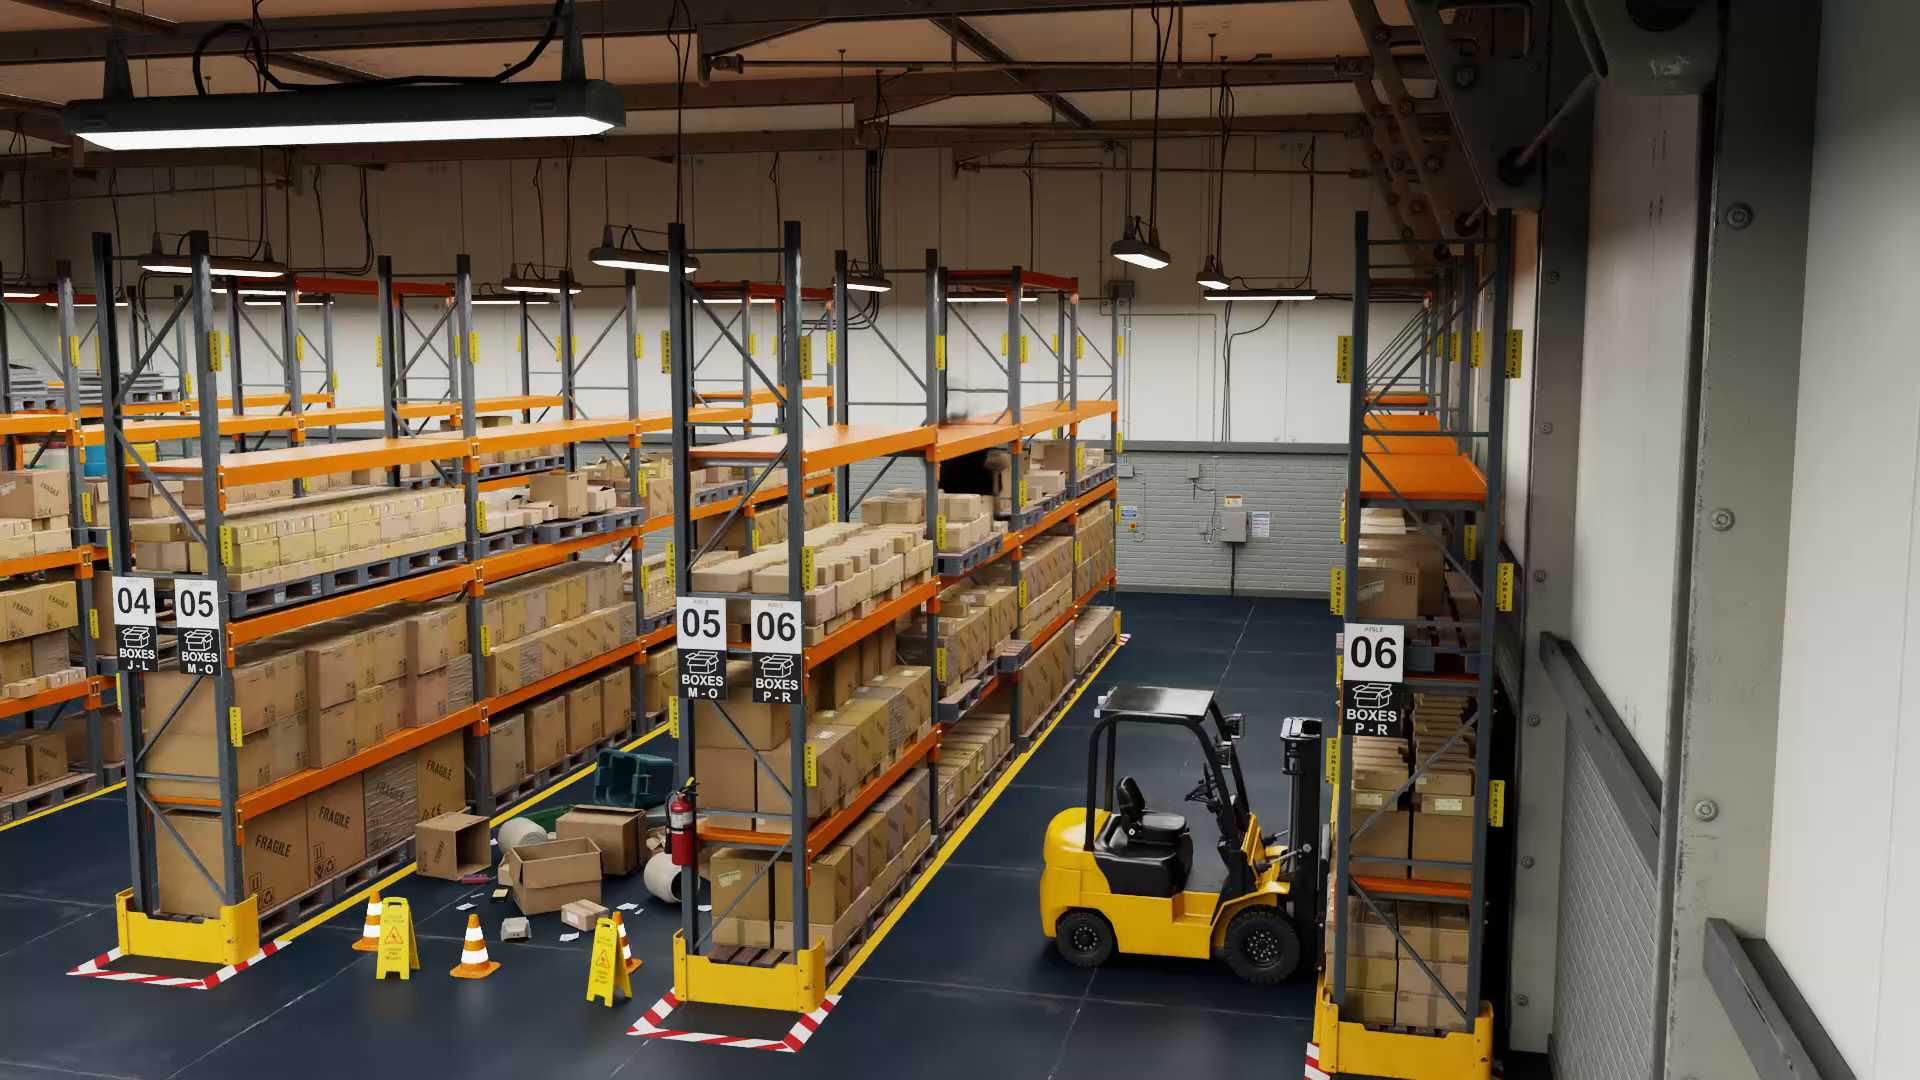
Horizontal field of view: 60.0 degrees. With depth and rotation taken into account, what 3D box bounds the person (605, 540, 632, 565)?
[{"bbox_3d":[-5.996,0.779,29.392,0.657,1.650,0.687,0,7,-2],"label":"person"}]
